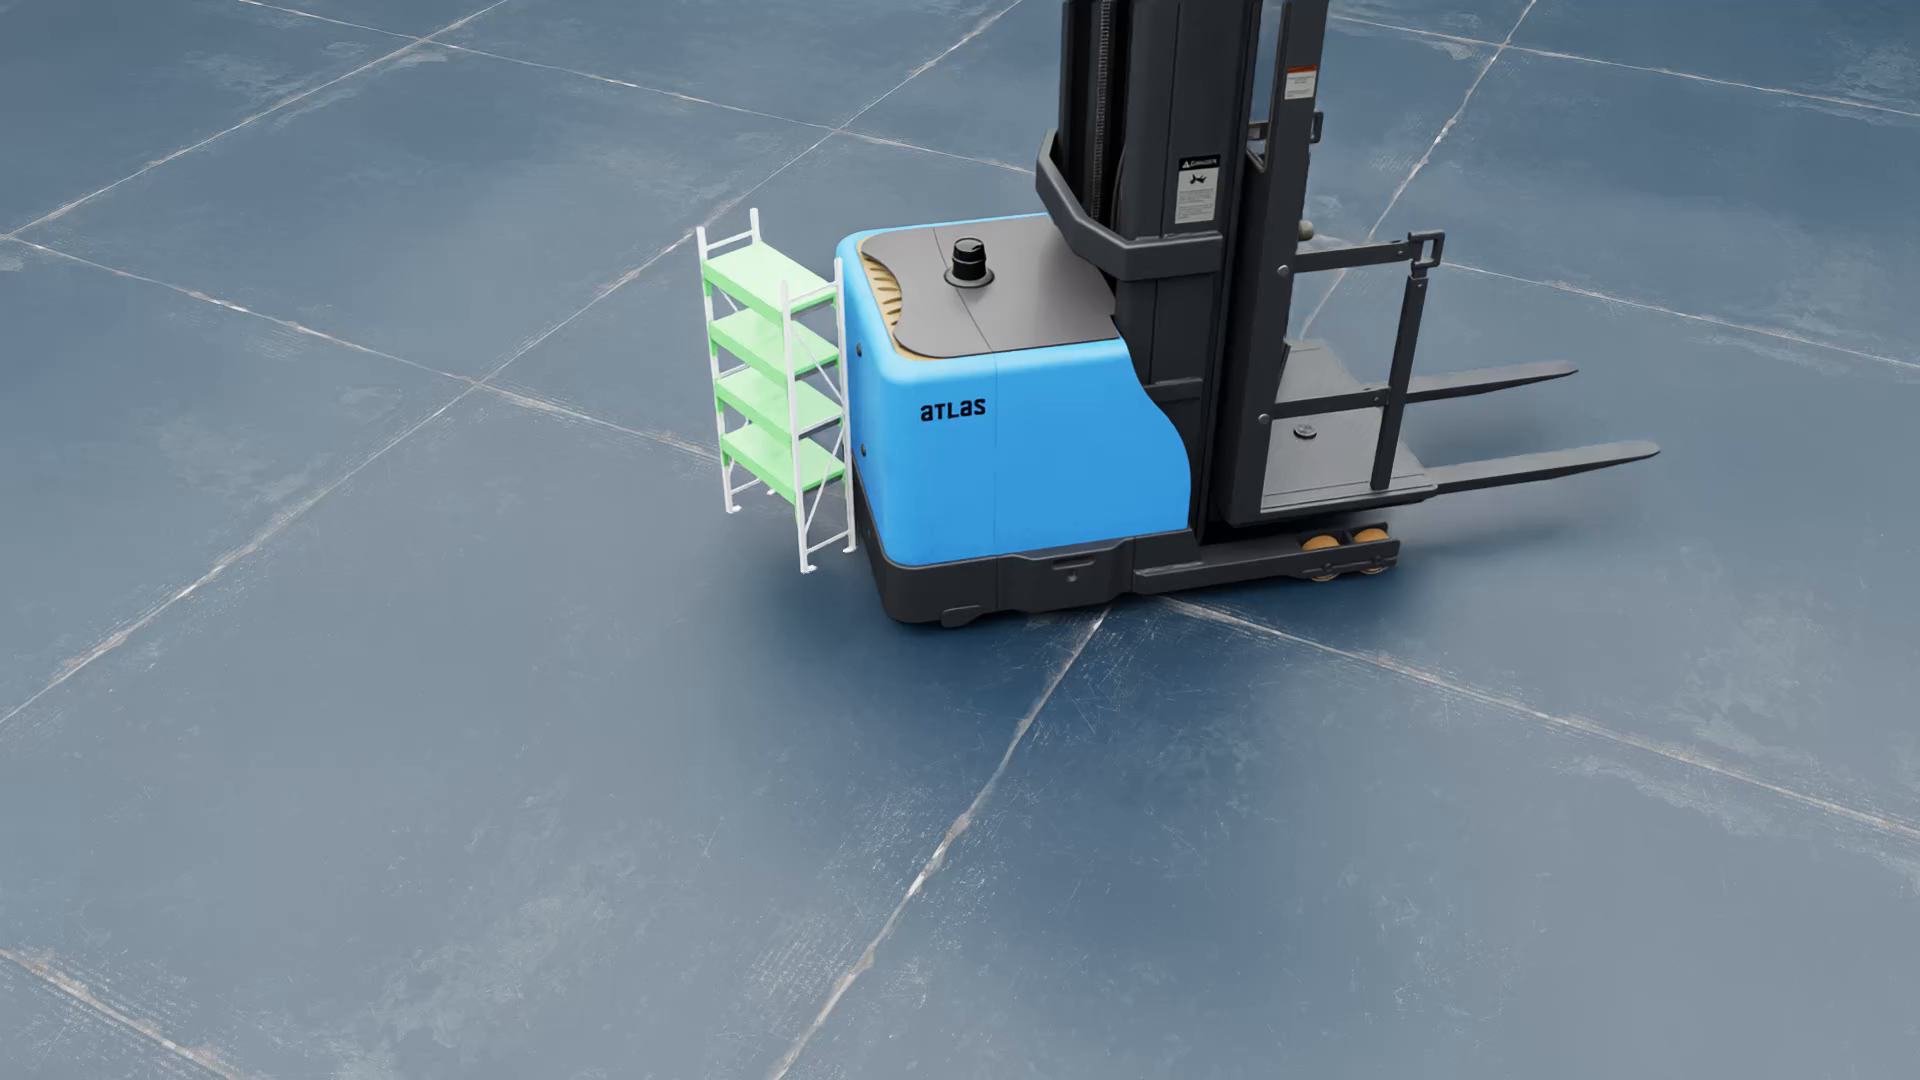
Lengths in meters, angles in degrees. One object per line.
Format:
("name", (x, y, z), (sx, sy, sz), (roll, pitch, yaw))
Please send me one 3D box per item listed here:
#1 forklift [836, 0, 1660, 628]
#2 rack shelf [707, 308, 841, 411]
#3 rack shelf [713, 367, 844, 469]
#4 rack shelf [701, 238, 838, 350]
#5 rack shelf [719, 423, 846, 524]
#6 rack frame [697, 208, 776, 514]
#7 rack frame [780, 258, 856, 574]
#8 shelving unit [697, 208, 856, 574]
("forklift", (1.119, -1.321, 5.567), (3.031, 2.935, 1.130), (-8, 38, -10))
("rack shelf", (-0.643, -0.656, 5.831), (0.258, 0.148, 0.480), (-27, 45, -31))
("rack shelf", (-0.643, -0.465, 5.976), (0.258, 0.148, 0.480), (-27, 45, -31))
("rack shelf", (-0.643, -0.848, 5.686), (0.258, 0.148, 0.480), (-27, 45, -31))
("rack shelf", (-0.643, -0.274, 6.121), (0.258, 0.148, 0.480), (-27, 45, -31))
("rack frame", (-0.801, -0.629, 6.086), (0.240, 1.200, 0.015), (-27, 45, -31))
("rack frame", (-0.485, -0.403, 5.789), (0.240, 1.200, 0.015), (-27, 45, -31))
("shelving unit", (-0.643, -0.516, 5.938), (0.258, 1.200, 0.503), (-27, 45, -31))
